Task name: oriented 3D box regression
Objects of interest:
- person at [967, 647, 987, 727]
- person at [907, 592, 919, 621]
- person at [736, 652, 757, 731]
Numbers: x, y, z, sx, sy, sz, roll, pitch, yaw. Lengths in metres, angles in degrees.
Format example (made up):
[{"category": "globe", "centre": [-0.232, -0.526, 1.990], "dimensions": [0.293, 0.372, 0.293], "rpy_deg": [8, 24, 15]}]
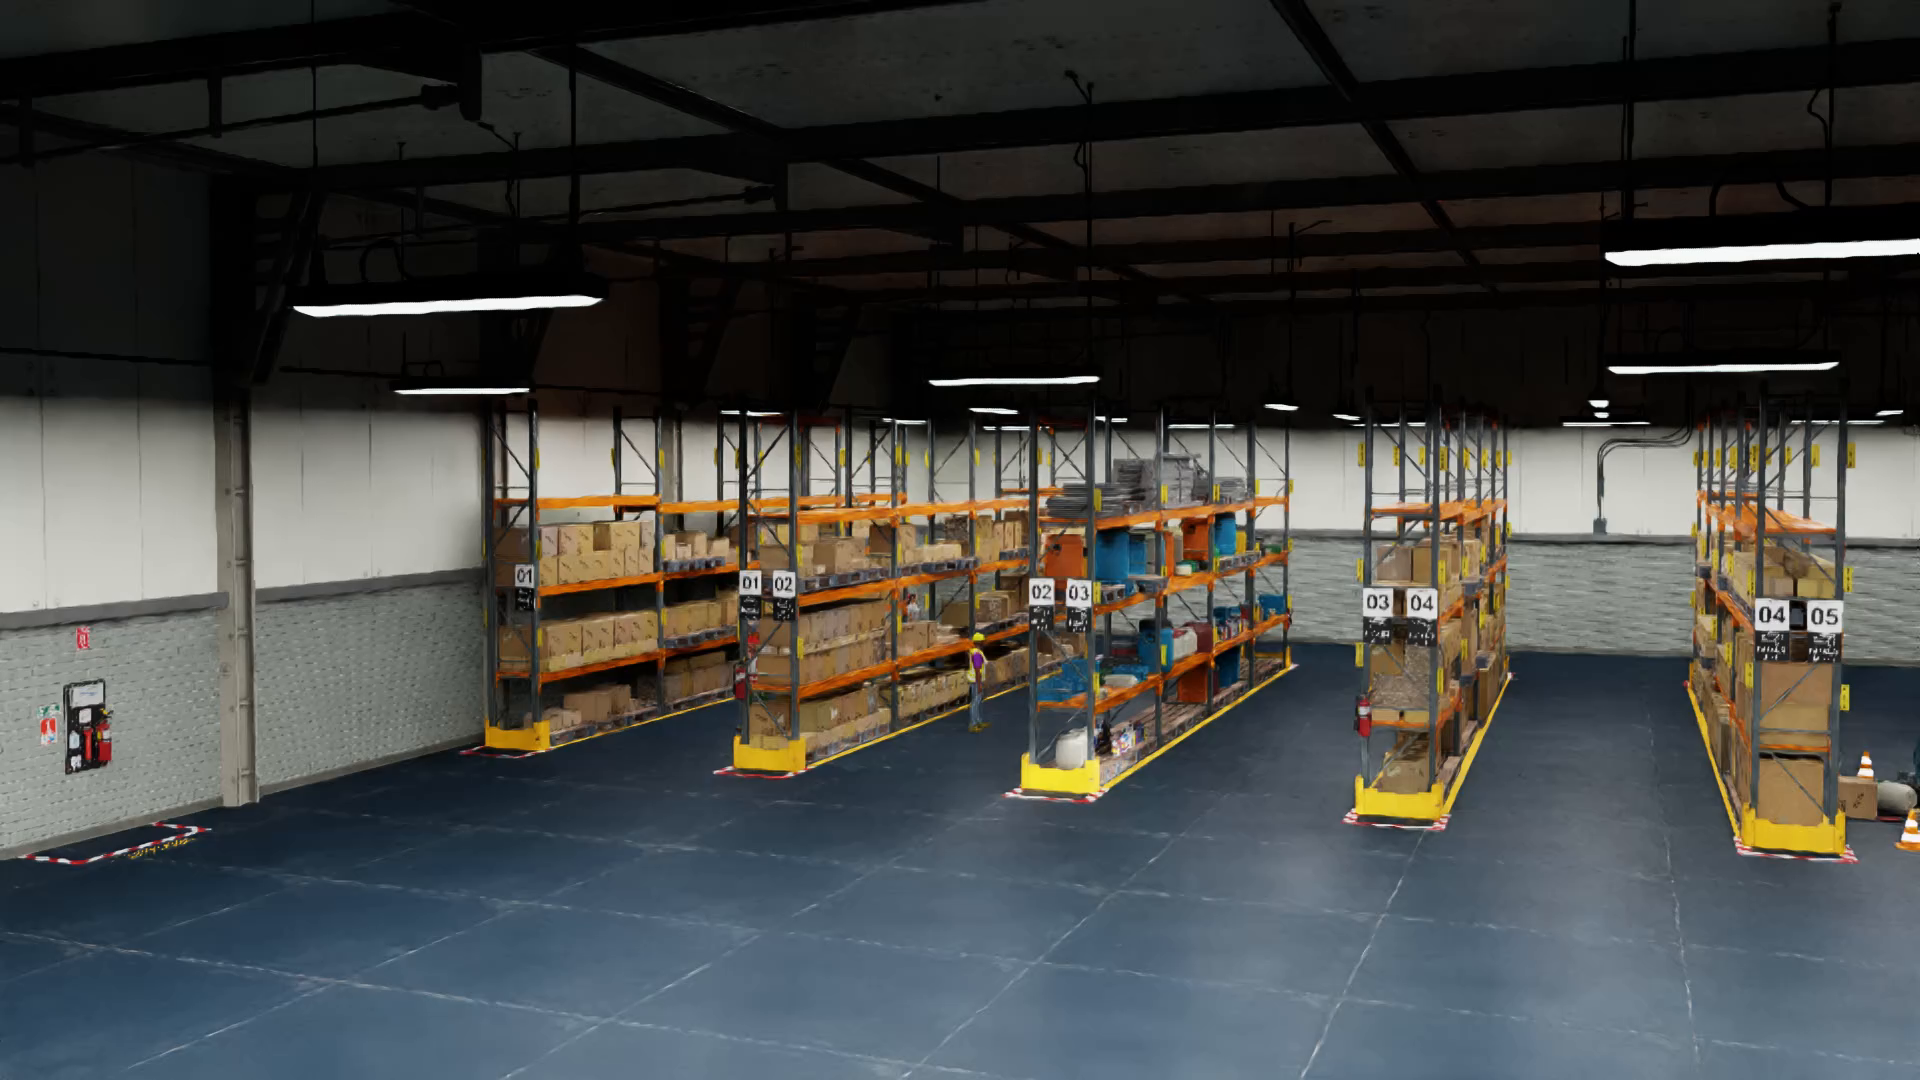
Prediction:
[{"category": "person", "centre": [0.311, 2.685, 30.522], "dimensions": [0.352, 1.459, 0.468], "rpy_deg": [0, 3, -5]}, {"category": "person", "centre": [-1.159, 2.081, 41.085], "dimensions": [0.327, 1.604, 0.565], "rpy_deg": [1, 3, 15]}, {"category": "person", "centre": [-3.755, 2.772, 30.506], "dimensions": [0.536, 1.449, 1.044], "rpy_deg": [1, 3, 20]}]
